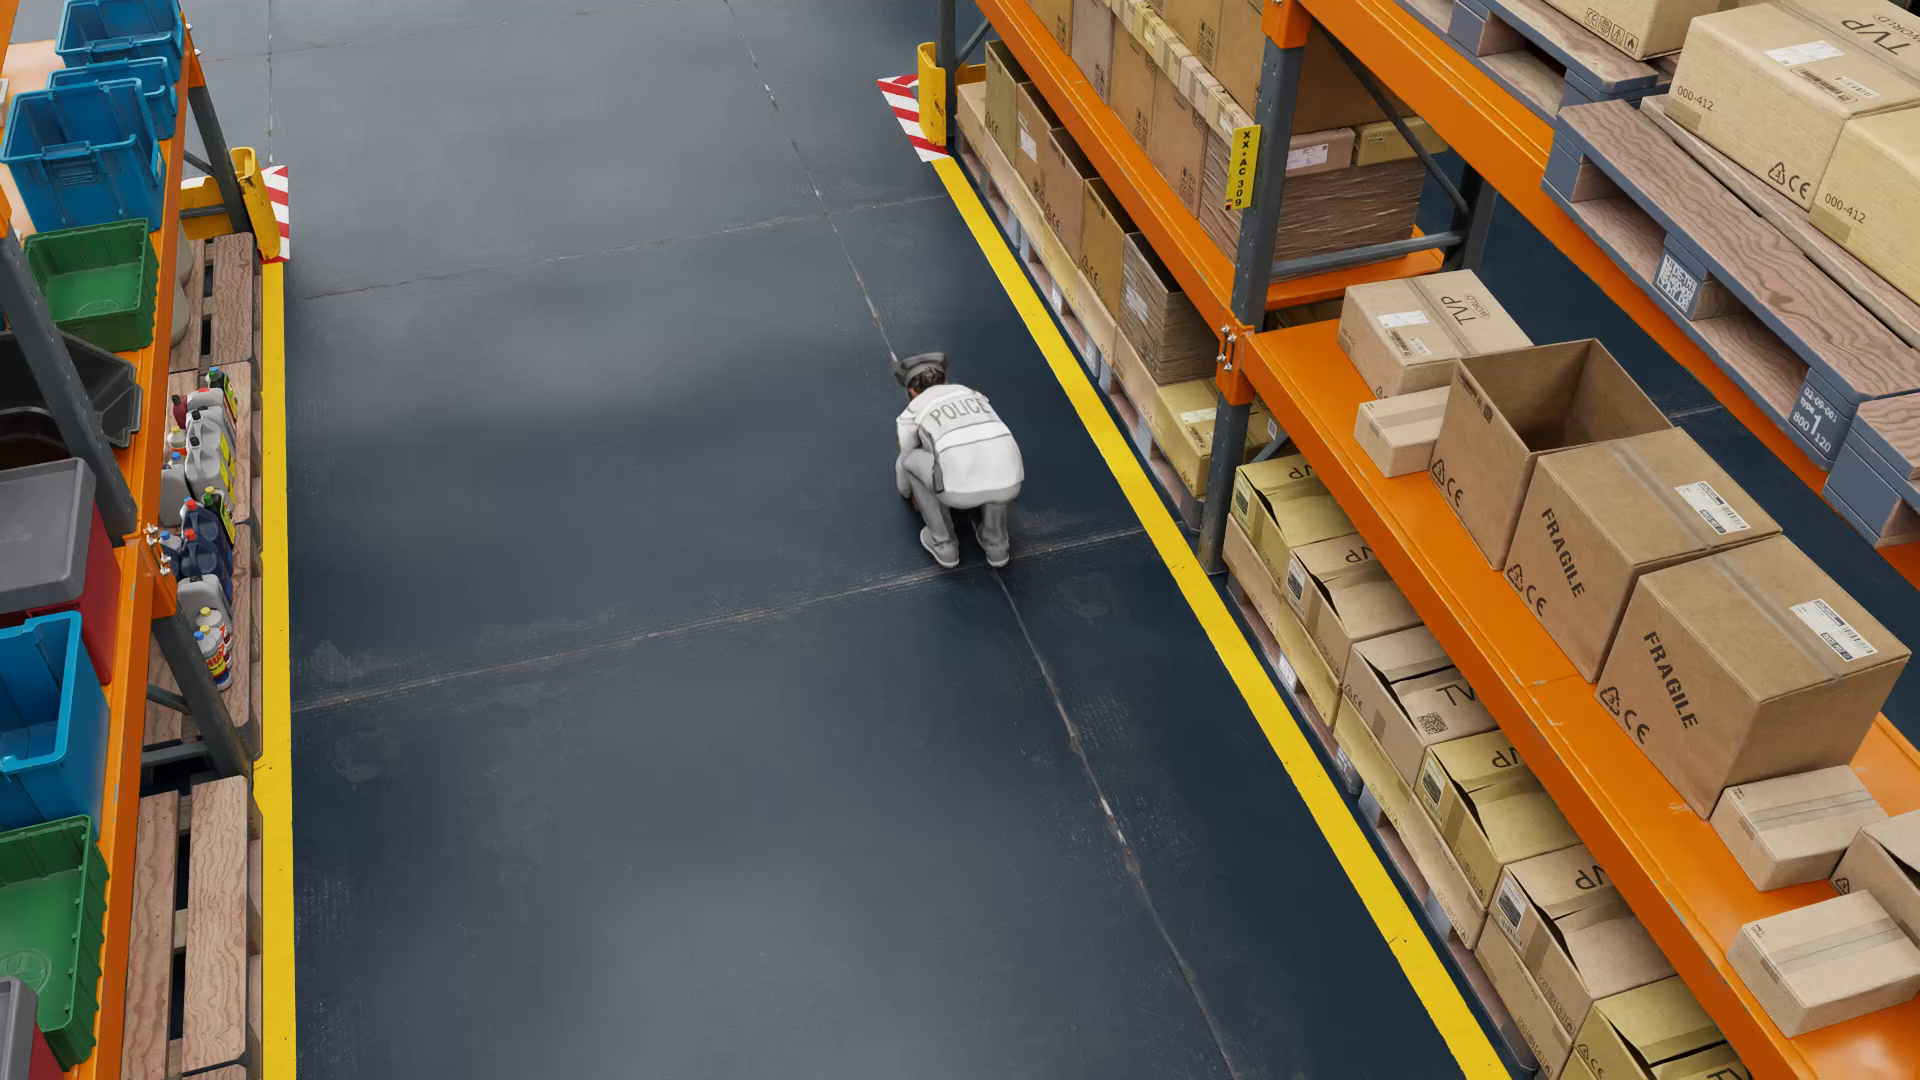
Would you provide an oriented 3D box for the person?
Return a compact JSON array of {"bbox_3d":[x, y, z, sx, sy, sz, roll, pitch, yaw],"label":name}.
[{"bbox_3d":[-0.020,-0.317,7.191,0.451,0.770,0.911,-12,44,-13],"label":"person"}]
